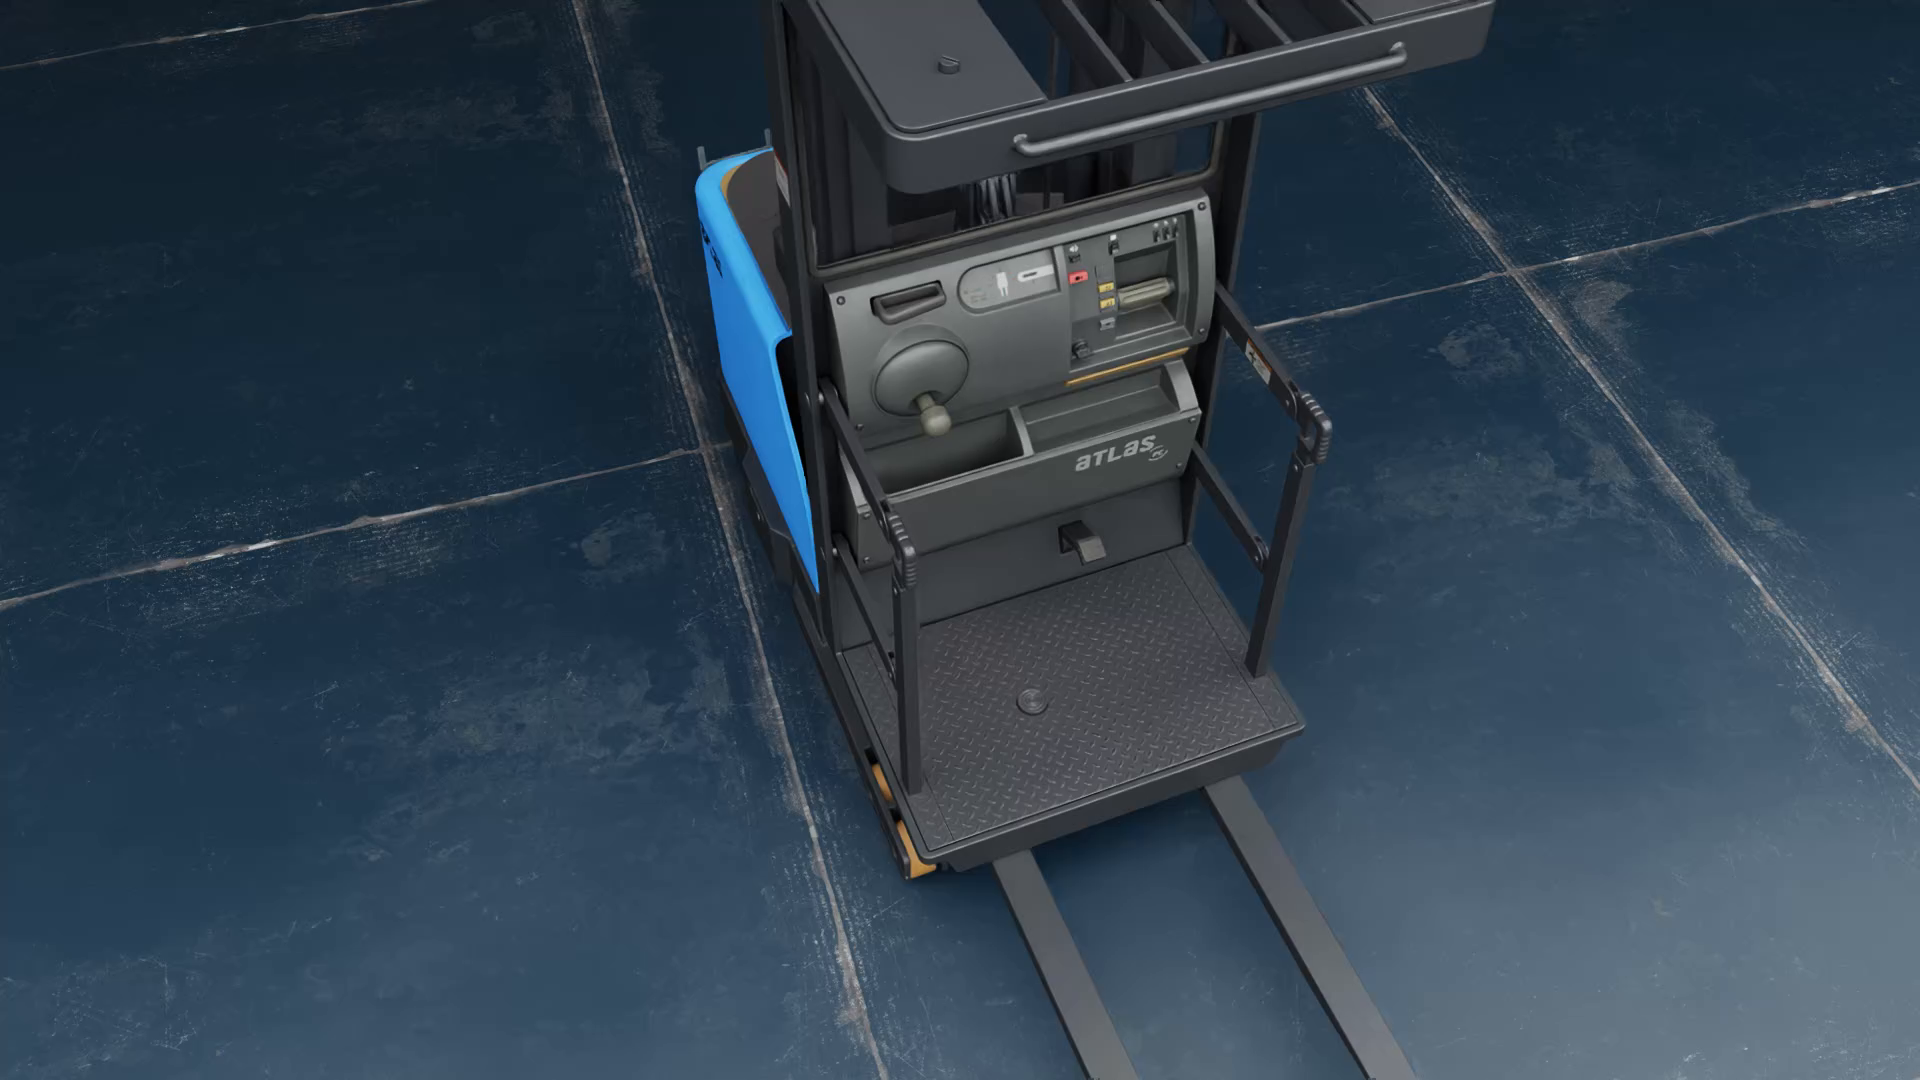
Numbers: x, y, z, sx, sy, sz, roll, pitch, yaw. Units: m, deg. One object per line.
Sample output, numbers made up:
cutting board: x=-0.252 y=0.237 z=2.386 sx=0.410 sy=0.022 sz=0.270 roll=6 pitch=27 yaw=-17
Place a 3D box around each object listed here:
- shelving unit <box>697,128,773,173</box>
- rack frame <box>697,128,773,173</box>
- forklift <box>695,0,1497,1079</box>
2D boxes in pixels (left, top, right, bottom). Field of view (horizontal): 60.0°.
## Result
shelving unit: x=-0.640 y=-0.860 z=5.378 sx=0.258 sy=0.900 sz=0.210 roll=-19 pitch=49 yaw=-16
rack frame: x=-0.682 y=-0.926 z=5.443 sx=0.240 sy=0.900 sz=0.006 roll=-19 pitch=49 yaw=-16
forklift: x=0.238 y=-0.412 z=3.680 sx=1.130 sy=2.935 sz=3.031 roll=-17 pitch=52 yaw=-14
